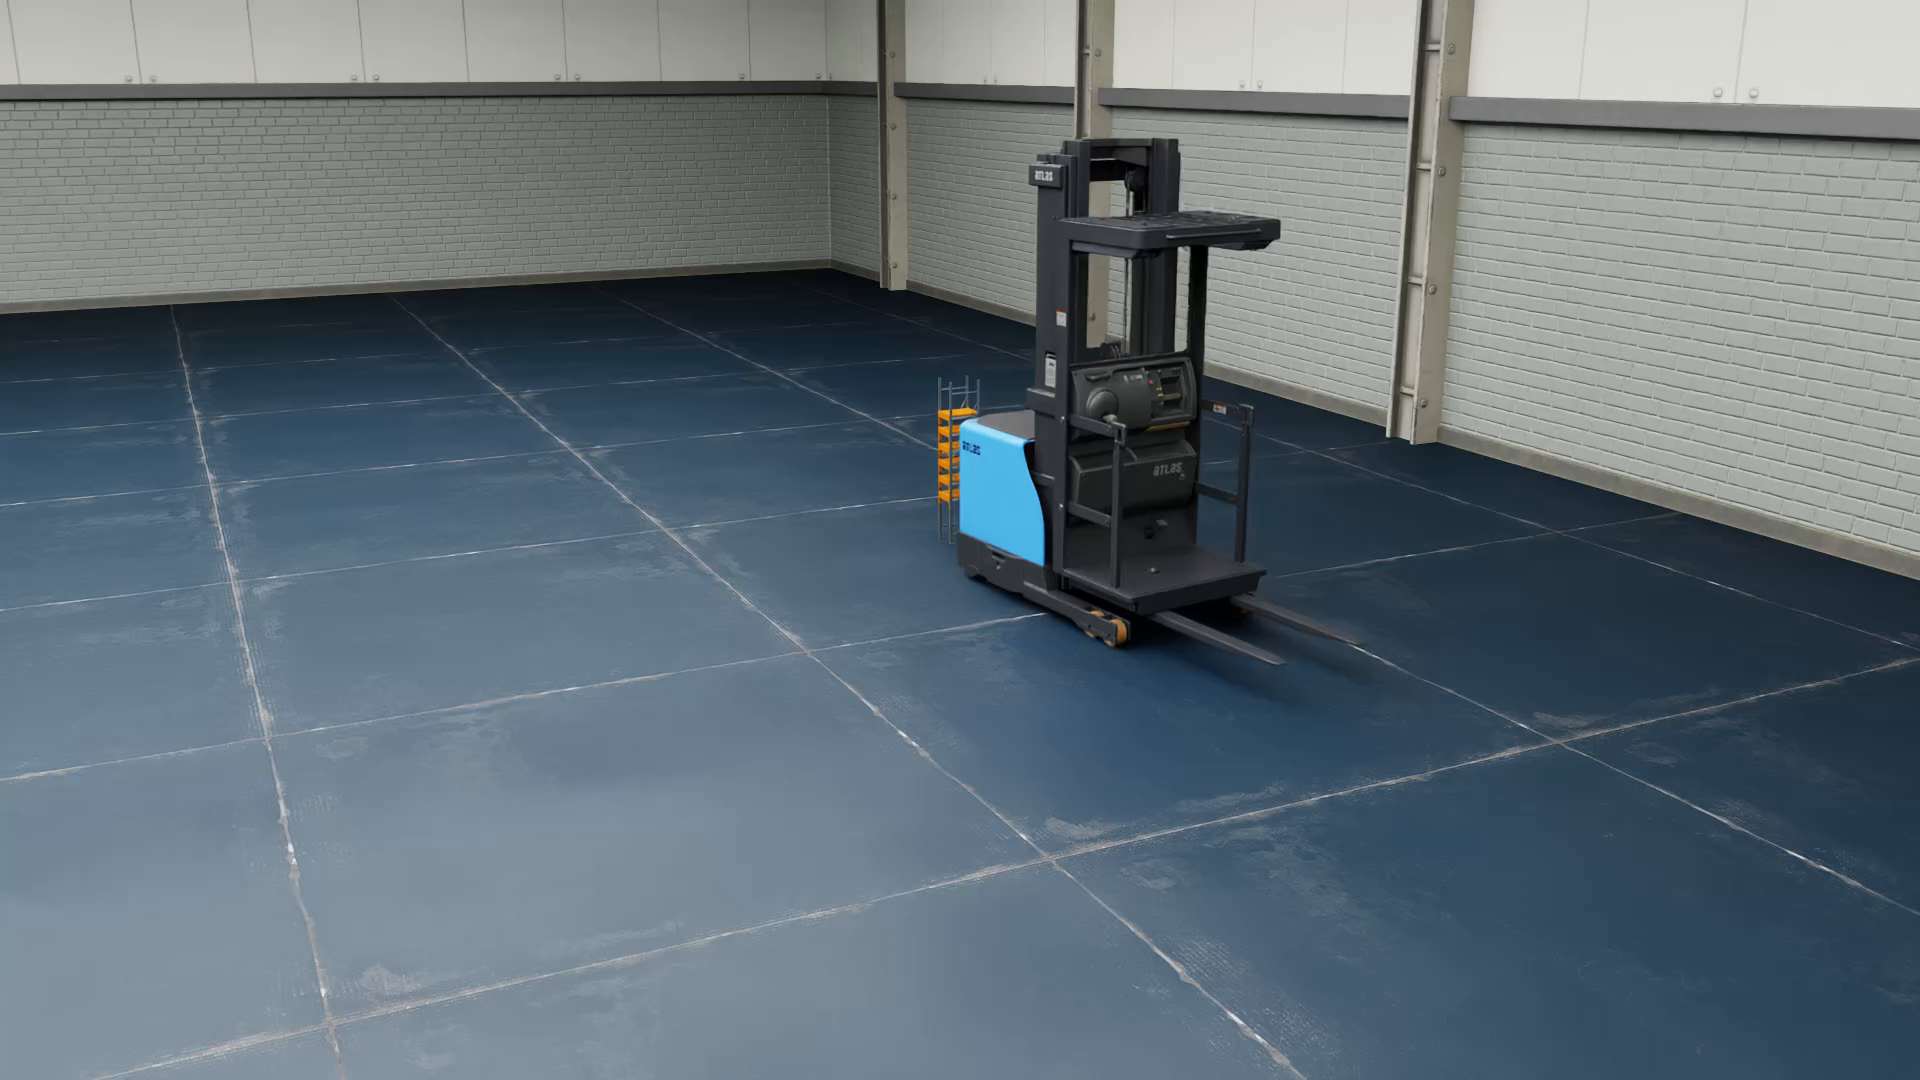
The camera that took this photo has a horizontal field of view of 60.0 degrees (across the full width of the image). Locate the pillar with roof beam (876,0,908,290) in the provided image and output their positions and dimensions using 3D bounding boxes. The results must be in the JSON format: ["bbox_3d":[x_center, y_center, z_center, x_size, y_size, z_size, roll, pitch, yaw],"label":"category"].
[{"bbox_3d":[-4.899,-7.726,22.861,9.100,9.000,0.400,-8,18,-25],"label":"pillar with roof beam"}]

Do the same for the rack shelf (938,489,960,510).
[{"bbox_3d":[-0.006,-0.307,12.176,0.258,0.103,0.180,-8,18,-25],"label":"rack shelf"}]

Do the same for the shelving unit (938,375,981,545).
[{"bbox_3d":[-0.006,-0.580,12.098,0.258,1.200,0.189,-8,18,-25],"label":"shelving unit"}]

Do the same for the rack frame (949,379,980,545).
[{"bbox_3d":[0.034,-0.558,12.019,0.240,1.200,0.006,-8,18,-25],"label":"rack frame"}]

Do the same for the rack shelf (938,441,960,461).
[{"bbox_3d":[-0.006,-0.653,12.077,0.258,0.103,0.180,-8,18,-25],"label":"rack shelf"}]

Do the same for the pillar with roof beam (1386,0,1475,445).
[{"bbox_3d":[0.358,-4.751,12.492,9.100,9.000,0.400,-8,18,-25],"label":"pillar with roof beam"}]

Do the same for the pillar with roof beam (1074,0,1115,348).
[{"bbox_3d":[-2.270,-6.239,17.676,9.100,9.000,0.400,-8,18,-25],"label":"pillar with roof beam"}]

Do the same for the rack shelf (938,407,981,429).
[{"bbox_3d":[-0.006,-0.884,12.011,0.258,0.103,0.180,-8,18,-25],"label":"rack shelf"}]

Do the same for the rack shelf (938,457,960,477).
[{"bbox_3d":[-0.006,-0.538,12.110,0.258,0.103,0.180,-8,18,-25],"label":"rack shelf"}]

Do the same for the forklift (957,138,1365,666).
[{"bbox_3d":[1.201,-0.915,10.125,1.130,2.935,3.031,-10,19,-31],"label":"forklift"}]

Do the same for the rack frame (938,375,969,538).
[{"bbox_3d":[-0.046,-0.603,12.177,0.240,1.200,0.006,-8,18,-25],"label":"rack frame"}]

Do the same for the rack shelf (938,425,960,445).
[{"bbox_3d":[-0.006,-0.768,12.044,0.258,0.103,0.180,-8,18,-25],"label":"rack shelf"}]

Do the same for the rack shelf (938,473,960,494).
[{"bbox_3d":[-0.006,-0.422,12.143,0.258,0.103,0.180,-8,18,-25],"label":"rack shelf"}]
